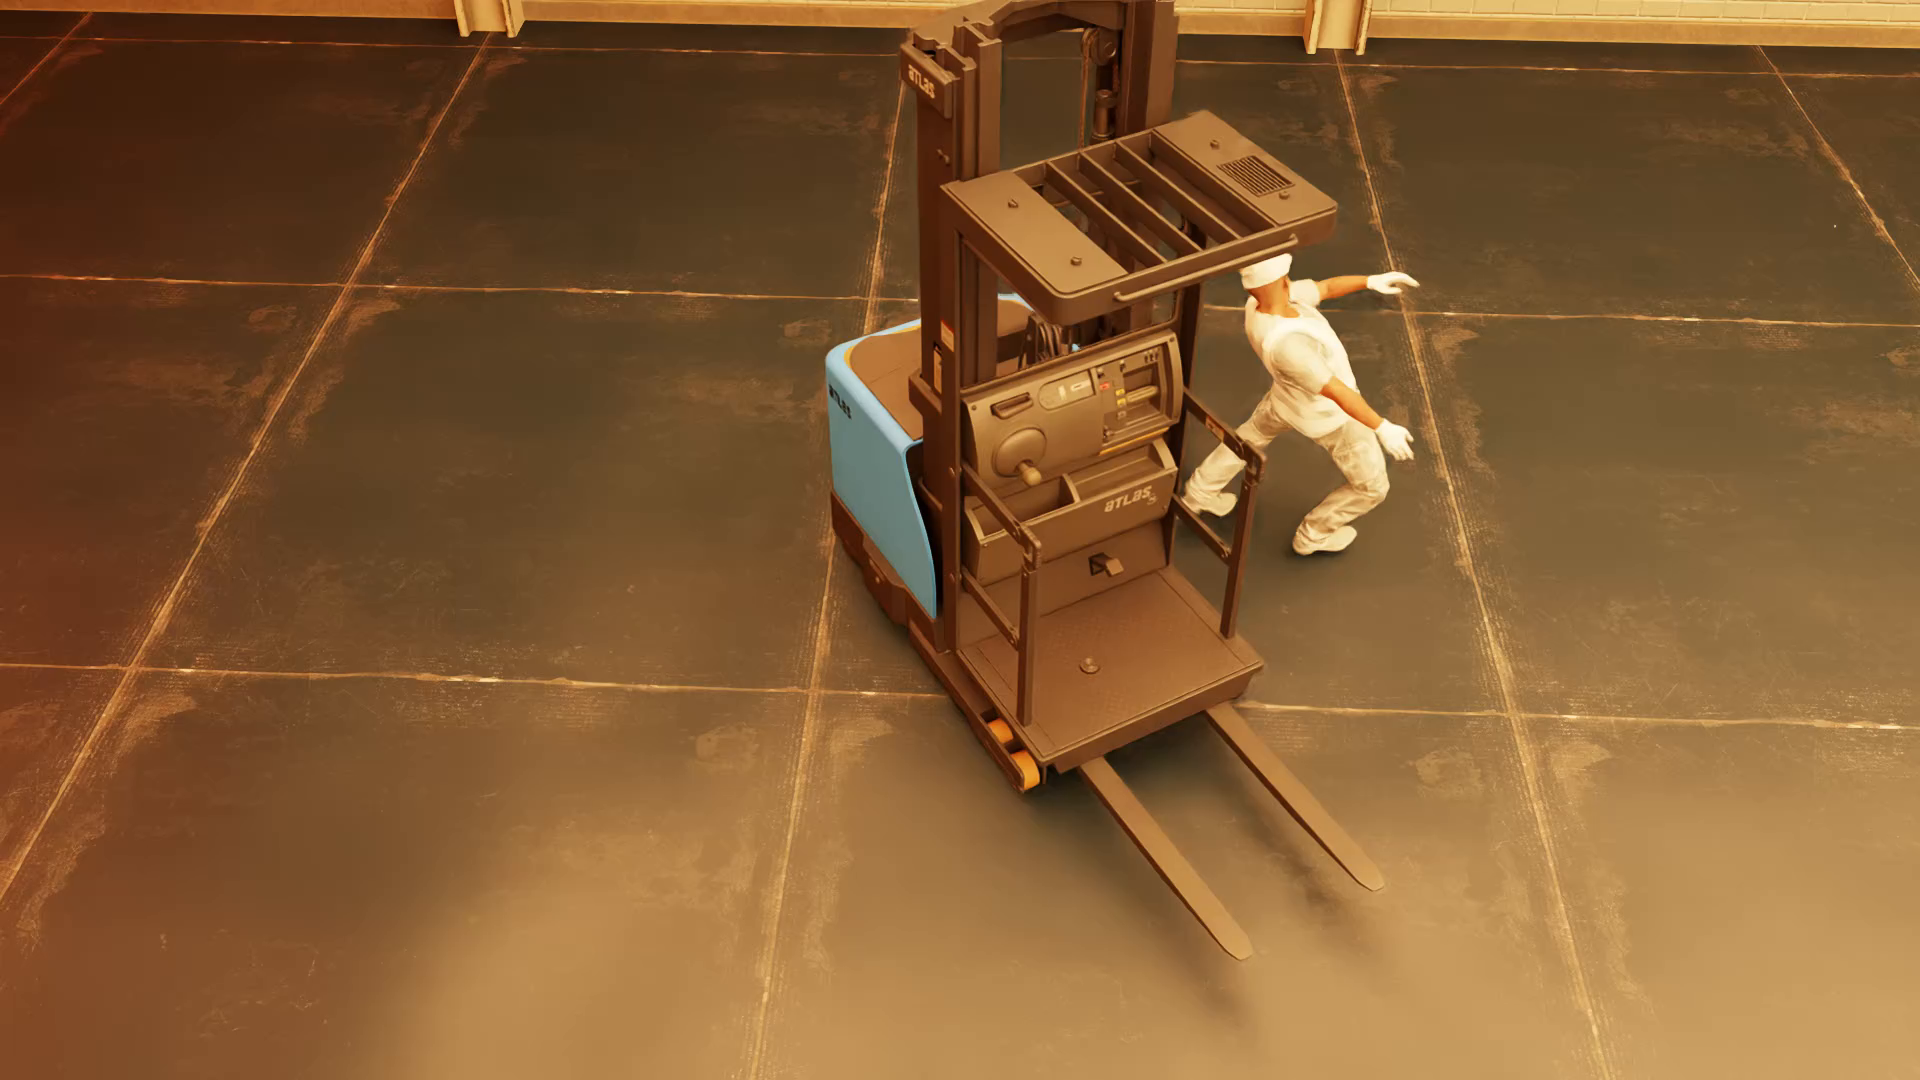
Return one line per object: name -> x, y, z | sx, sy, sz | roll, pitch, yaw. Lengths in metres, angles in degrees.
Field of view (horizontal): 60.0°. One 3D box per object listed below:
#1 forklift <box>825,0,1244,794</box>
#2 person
forklift -> 0.553, -0.415, 6.197 | 1.130, 2.935, 3.031 | -21, 46, -21
person -> 1.592, -0.531, 7.328 | 0.806, 1.507, 0.985 | -20, 46, -20
